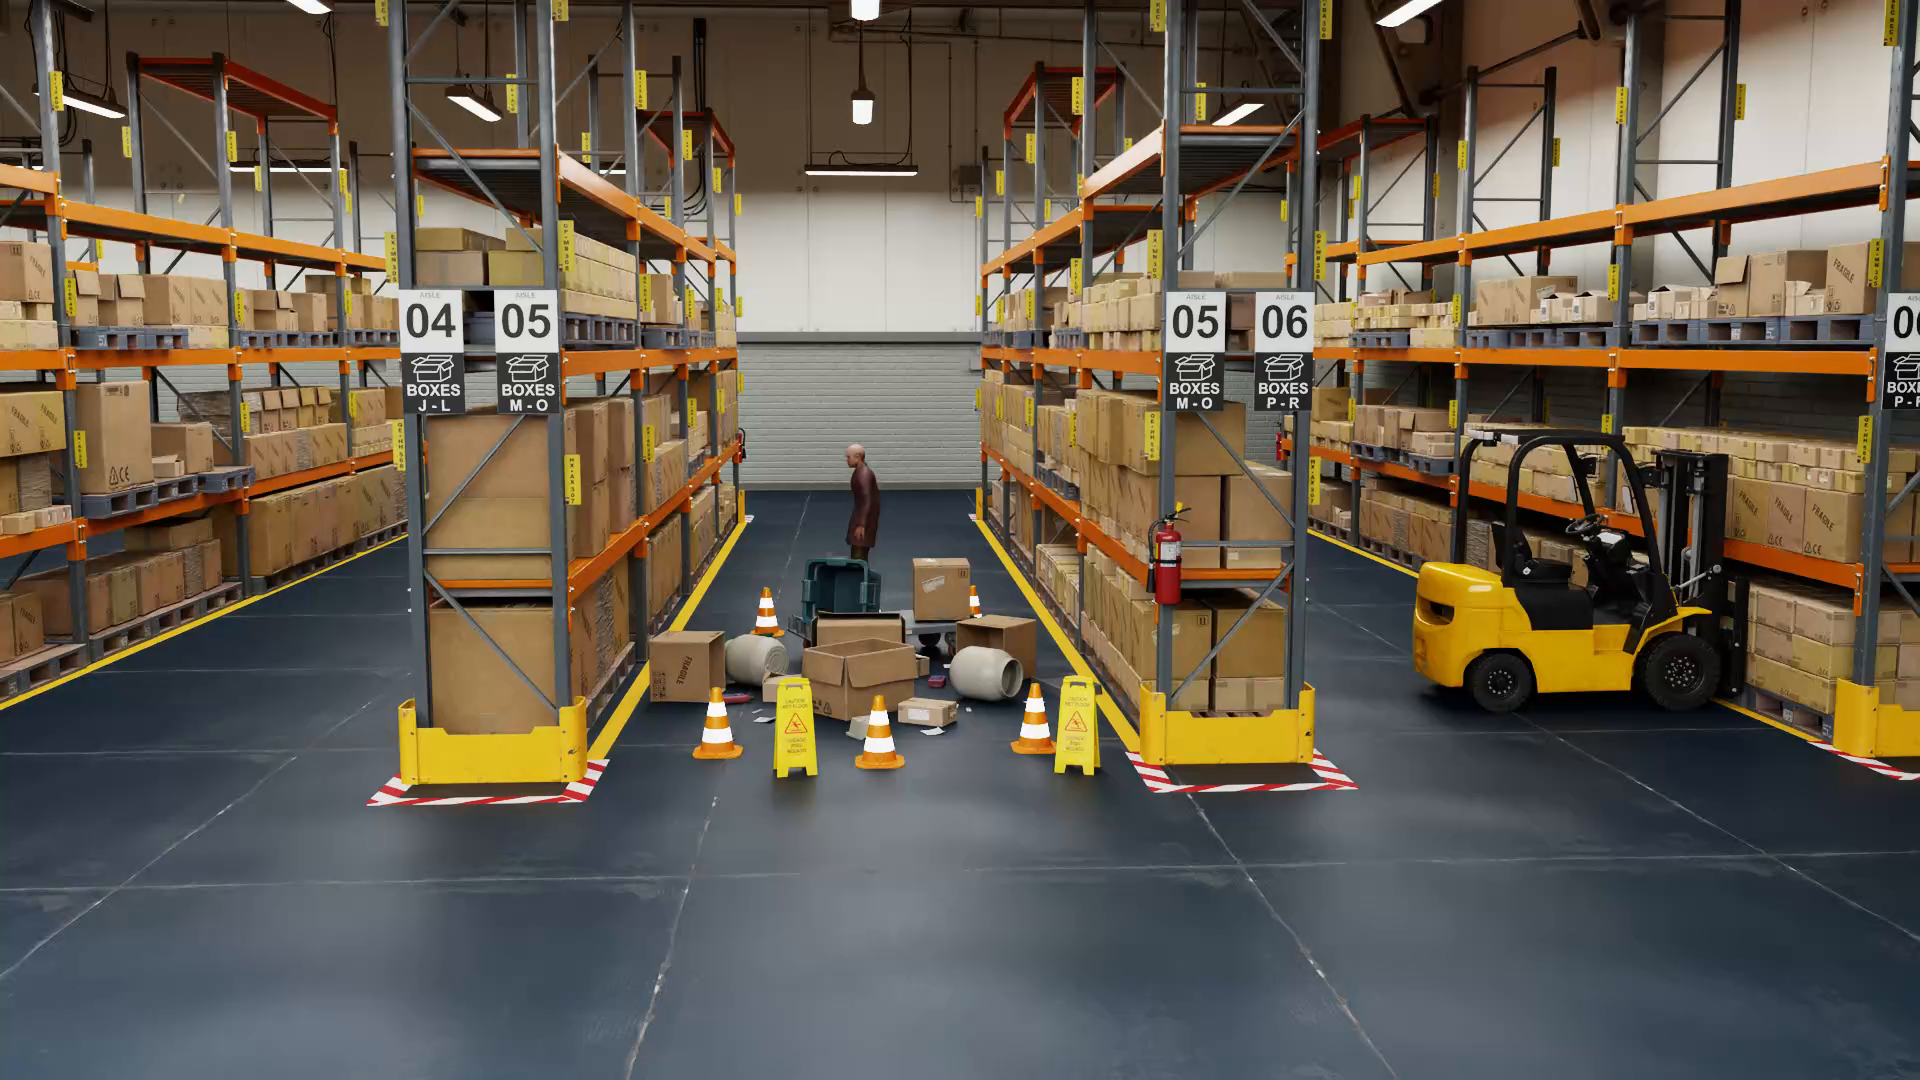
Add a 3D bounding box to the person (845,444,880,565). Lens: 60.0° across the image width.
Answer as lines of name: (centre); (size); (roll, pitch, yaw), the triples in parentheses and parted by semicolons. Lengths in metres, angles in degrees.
person: (-1.087, -0.066, 18.212); (0.429, 1.576, 0.643); (-1, 7, -7)
